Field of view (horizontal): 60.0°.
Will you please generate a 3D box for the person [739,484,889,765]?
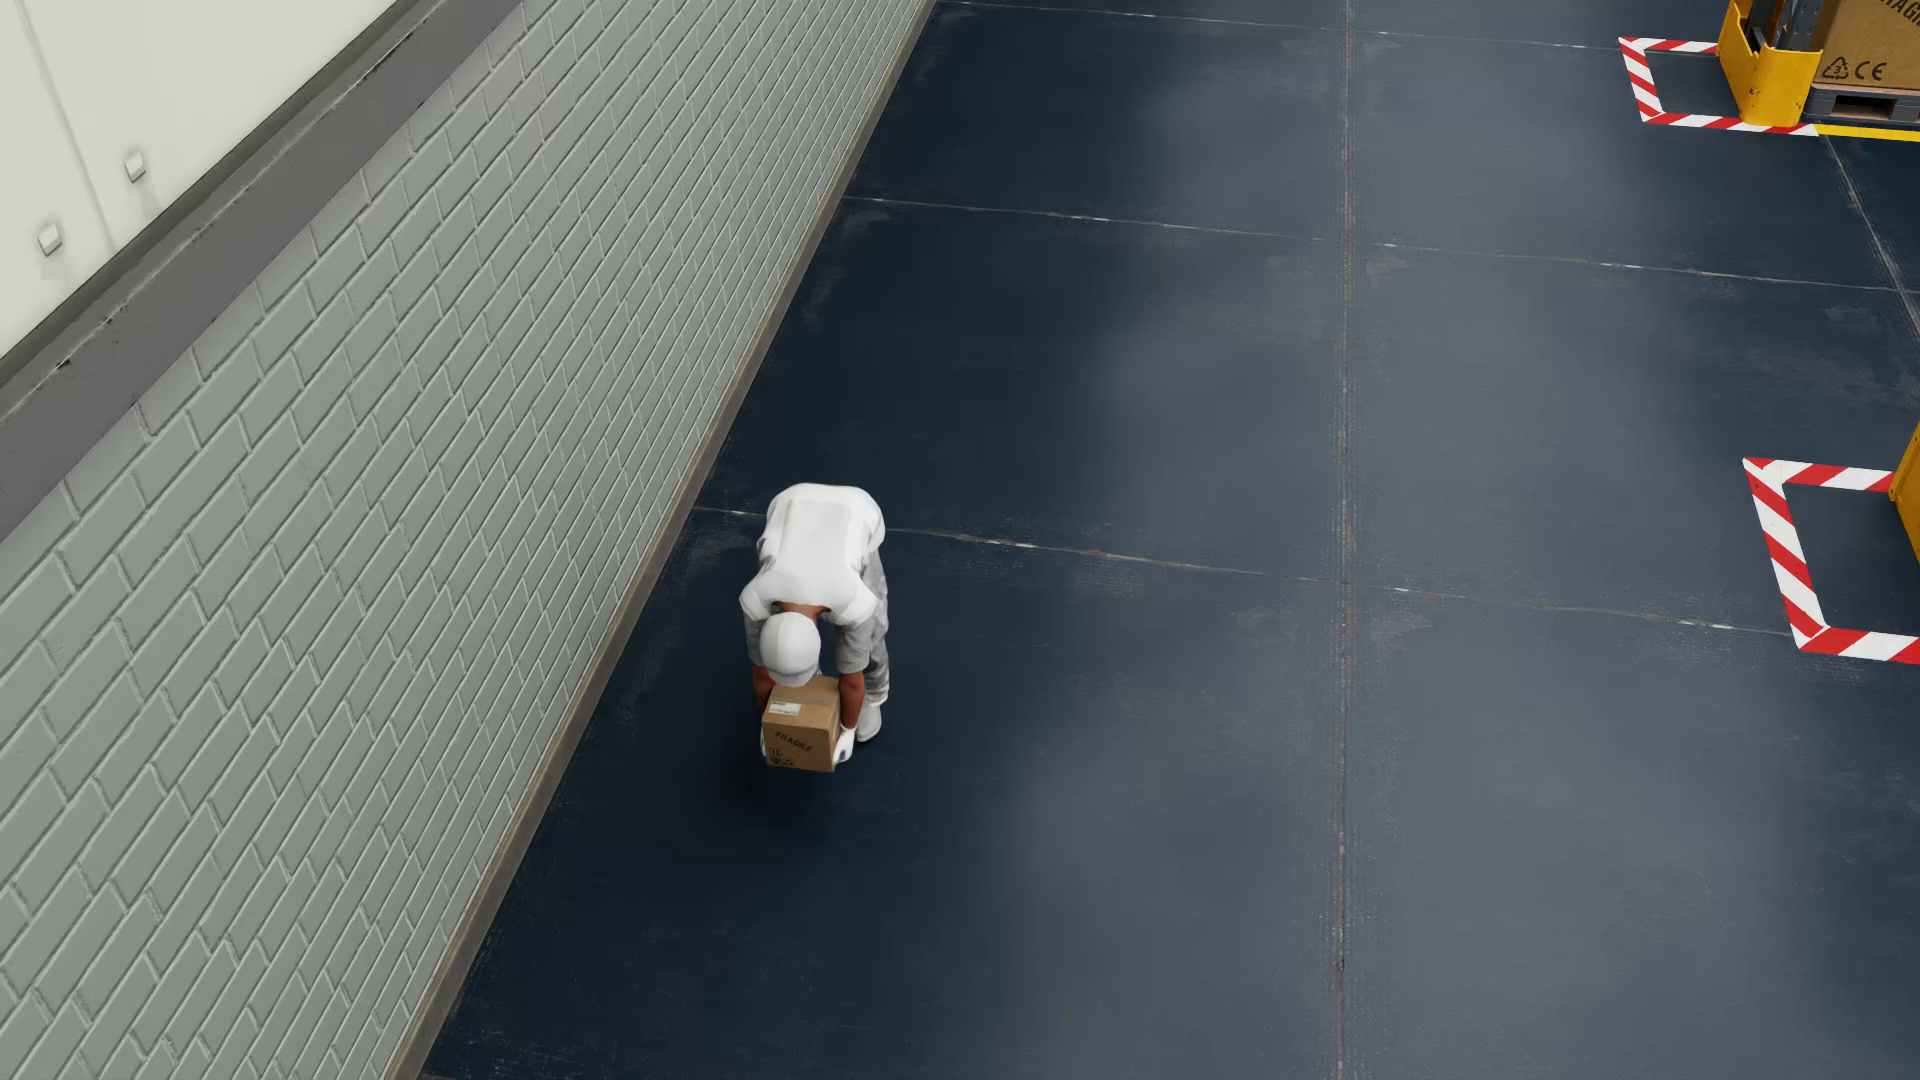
[{"bbox_3d":[-0.532,0.413,6.180,0.507,1.097,0.991,5,40,6],"label":"person"}]
